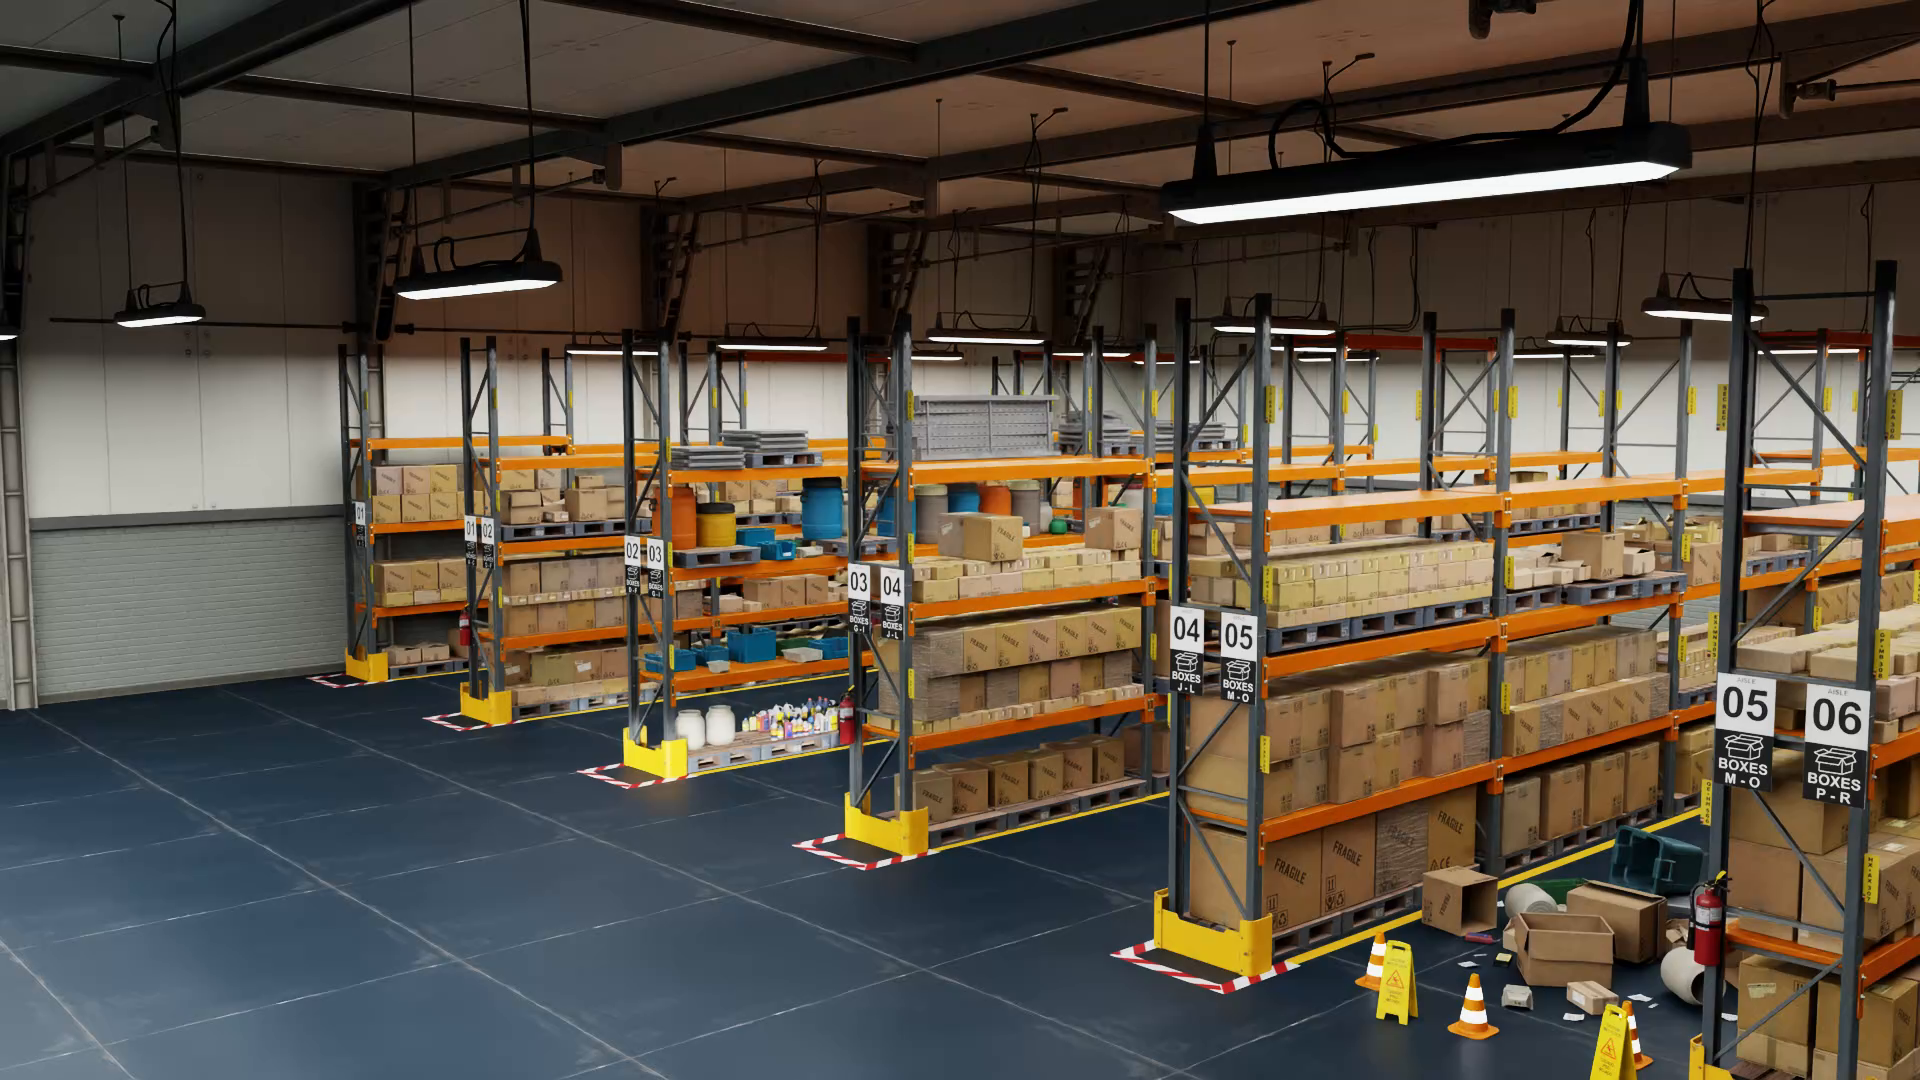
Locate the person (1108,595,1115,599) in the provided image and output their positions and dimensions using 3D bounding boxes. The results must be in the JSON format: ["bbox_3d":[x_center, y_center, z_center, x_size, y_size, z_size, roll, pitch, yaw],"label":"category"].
[{"bbox_3d":[3.131,1.312,33.724,1.031,1.620,0.550,-4,7,-41],"label":"person"}]

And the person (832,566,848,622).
[{"bbox_3d":[-2.415,1.203,35.488,0.692,1.580,0.539,-3,6,-32],"label":"person"}]
